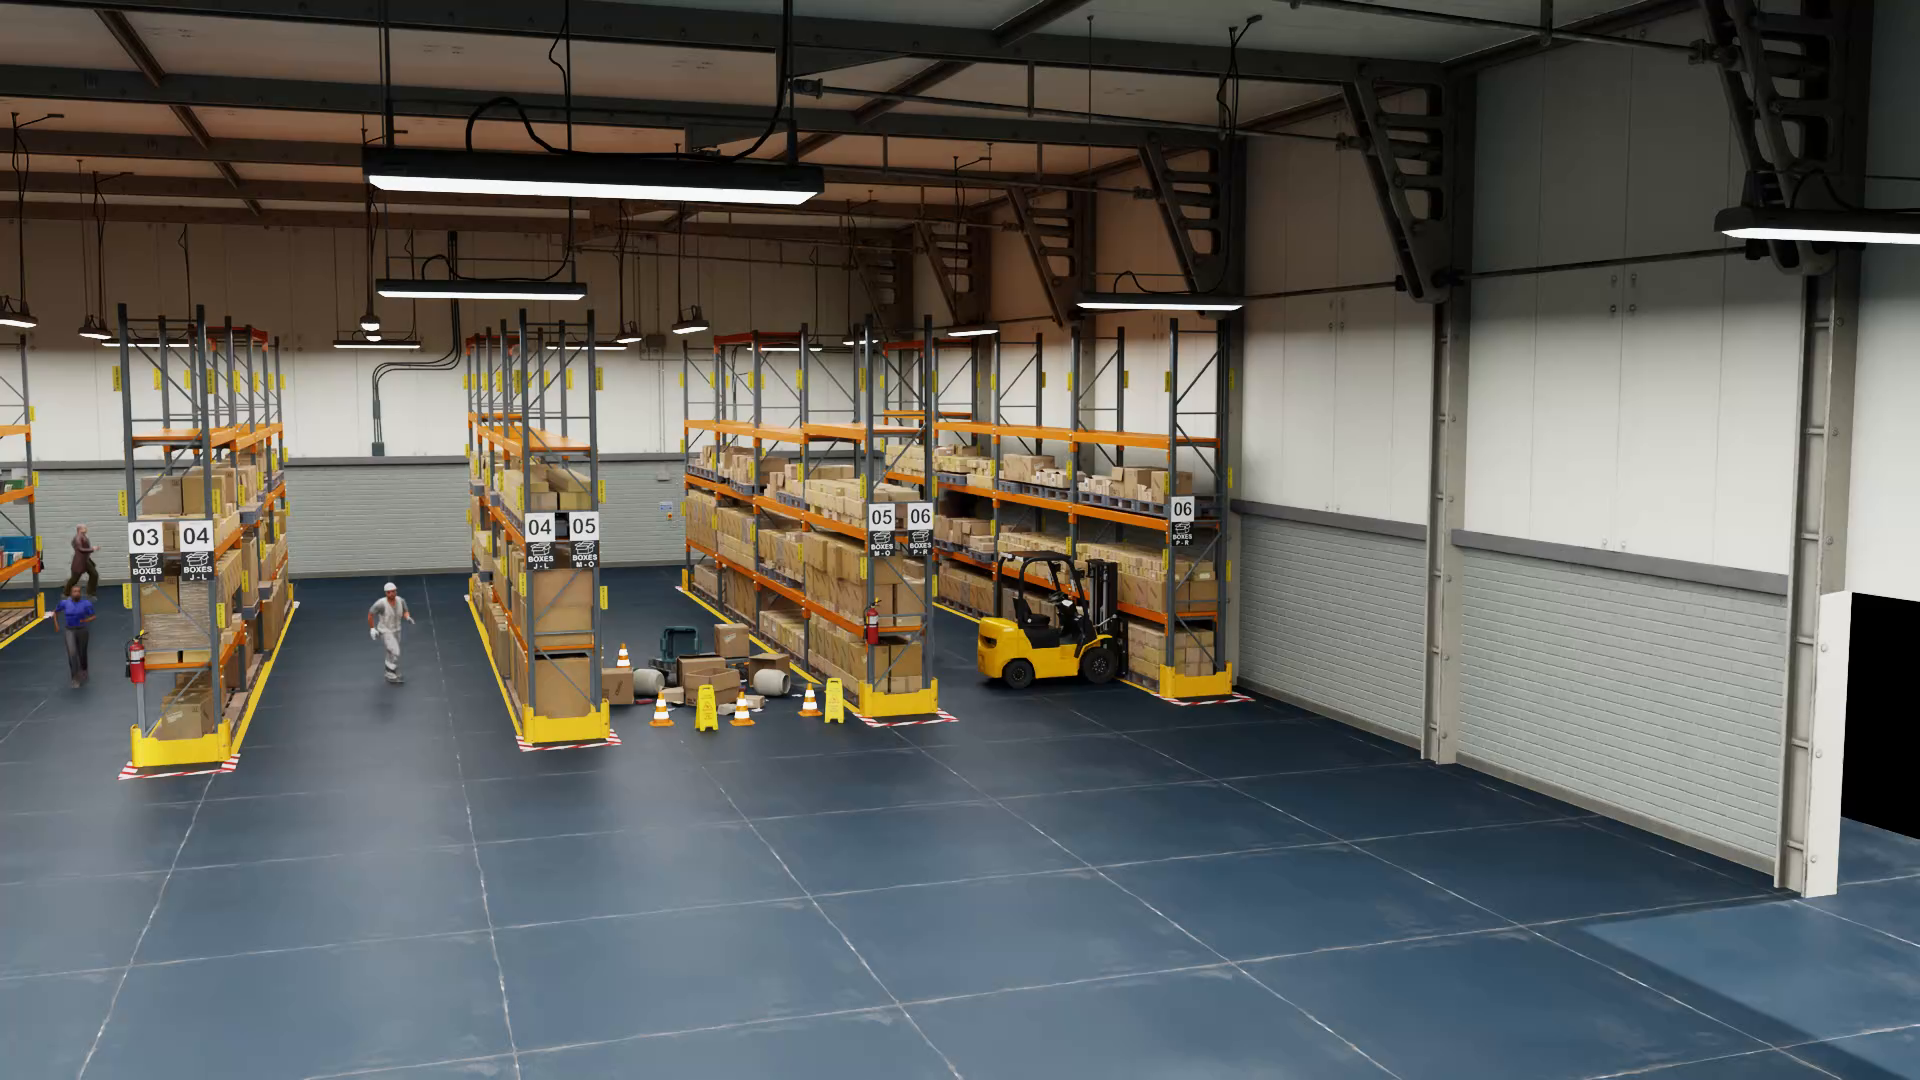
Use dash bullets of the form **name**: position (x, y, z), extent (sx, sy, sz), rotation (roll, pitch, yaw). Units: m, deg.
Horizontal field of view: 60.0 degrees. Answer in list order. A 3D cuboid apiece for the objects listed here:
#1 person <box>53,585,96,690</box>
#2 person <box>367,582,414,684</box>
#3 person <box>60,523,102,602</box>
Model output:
- **person**: position (-14.622, 1.577, 27.497), extent (0.616, 1.697, 0.906), rotation (-3, 6, -30)
- **person**: position (-9.436, 1.546, 27.707), extent (0.796, 1.726, 0.650), rotation (3, 6, 25)
- **person**: position (-19.964, 0.537, 37.773), extent (0.932, 1.847, 0.675), rotation (-1, 5, -8)
